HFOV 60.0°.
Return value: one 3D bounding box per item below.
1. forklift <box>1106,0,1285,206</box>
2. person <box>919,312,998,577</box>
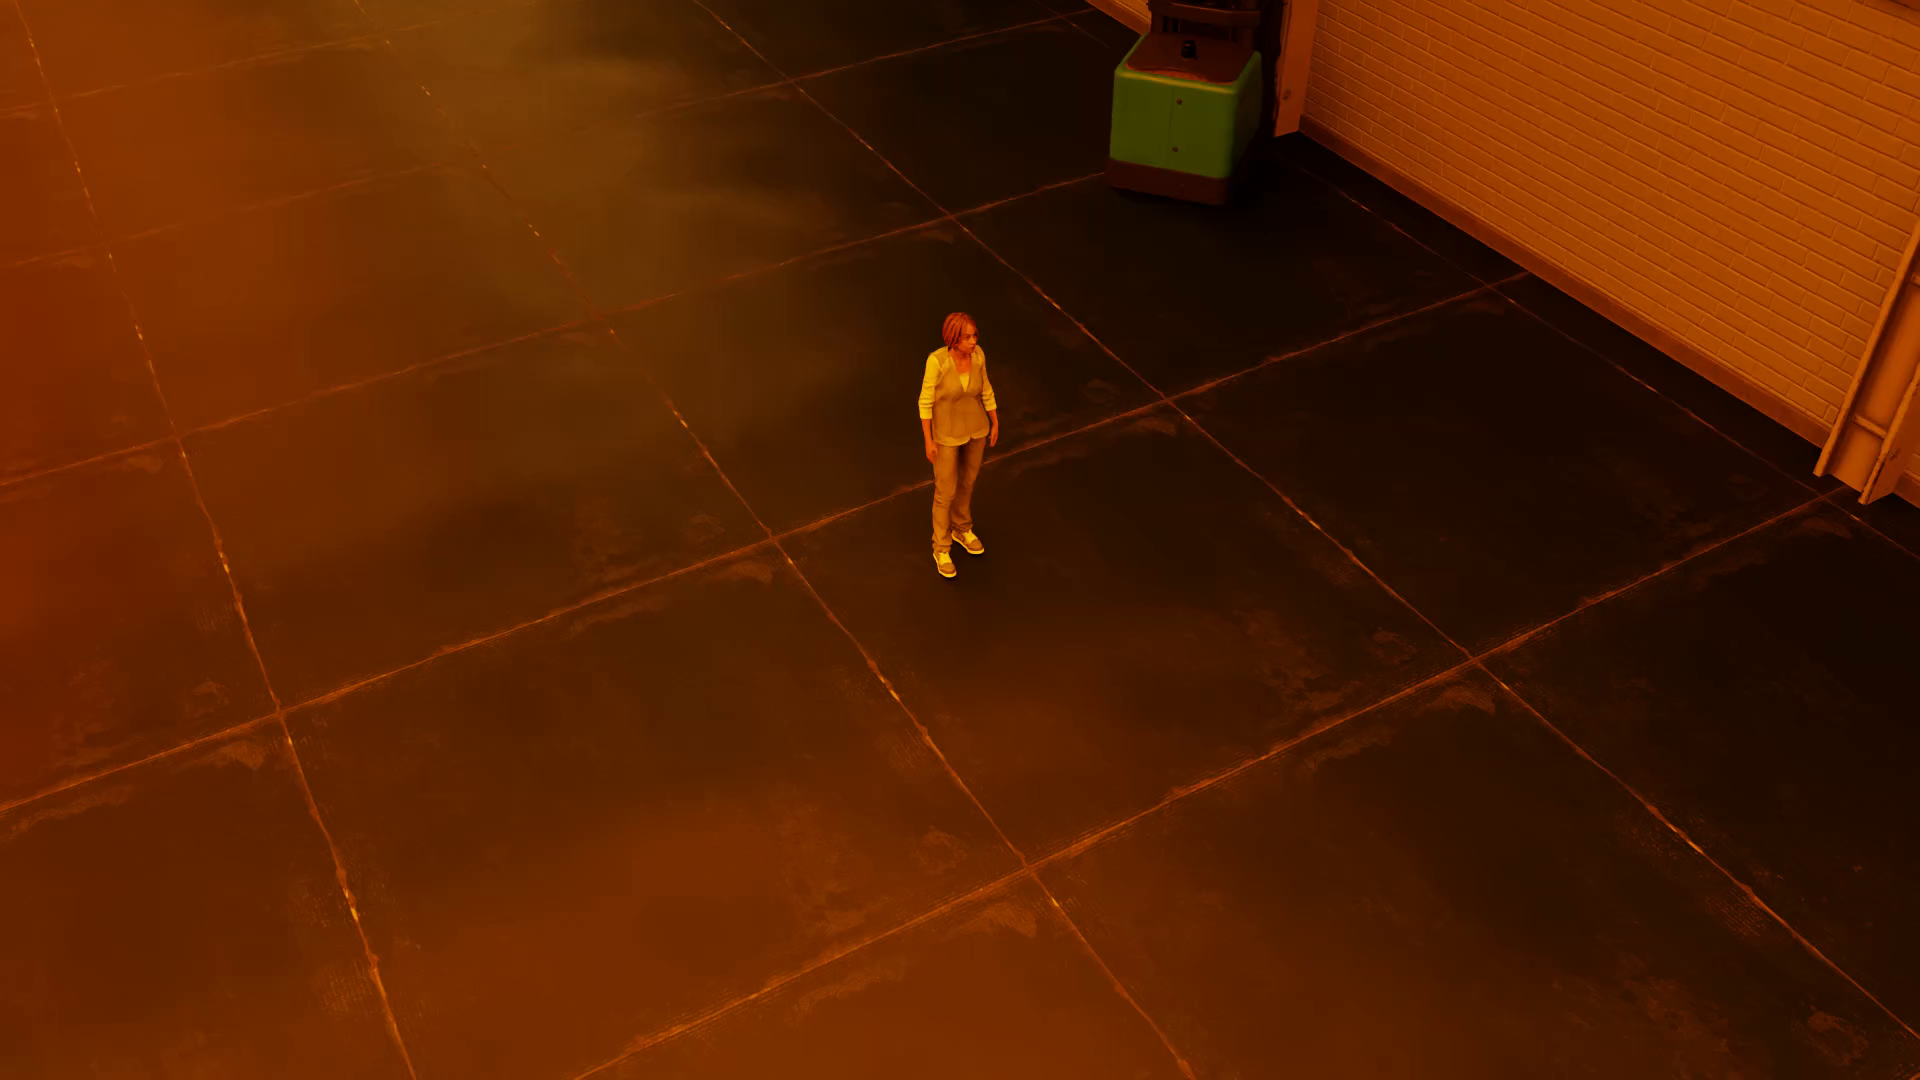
[{"bbox_3d":[2.228,-4.782,13.802,1.130,2.935,3.031,14,42,17],"label":"forklift"},{"bbox_3d":[0.025,-0.575,9.763,0.520,1.597,0.475,-20,44,-23],"label":"person"}]
